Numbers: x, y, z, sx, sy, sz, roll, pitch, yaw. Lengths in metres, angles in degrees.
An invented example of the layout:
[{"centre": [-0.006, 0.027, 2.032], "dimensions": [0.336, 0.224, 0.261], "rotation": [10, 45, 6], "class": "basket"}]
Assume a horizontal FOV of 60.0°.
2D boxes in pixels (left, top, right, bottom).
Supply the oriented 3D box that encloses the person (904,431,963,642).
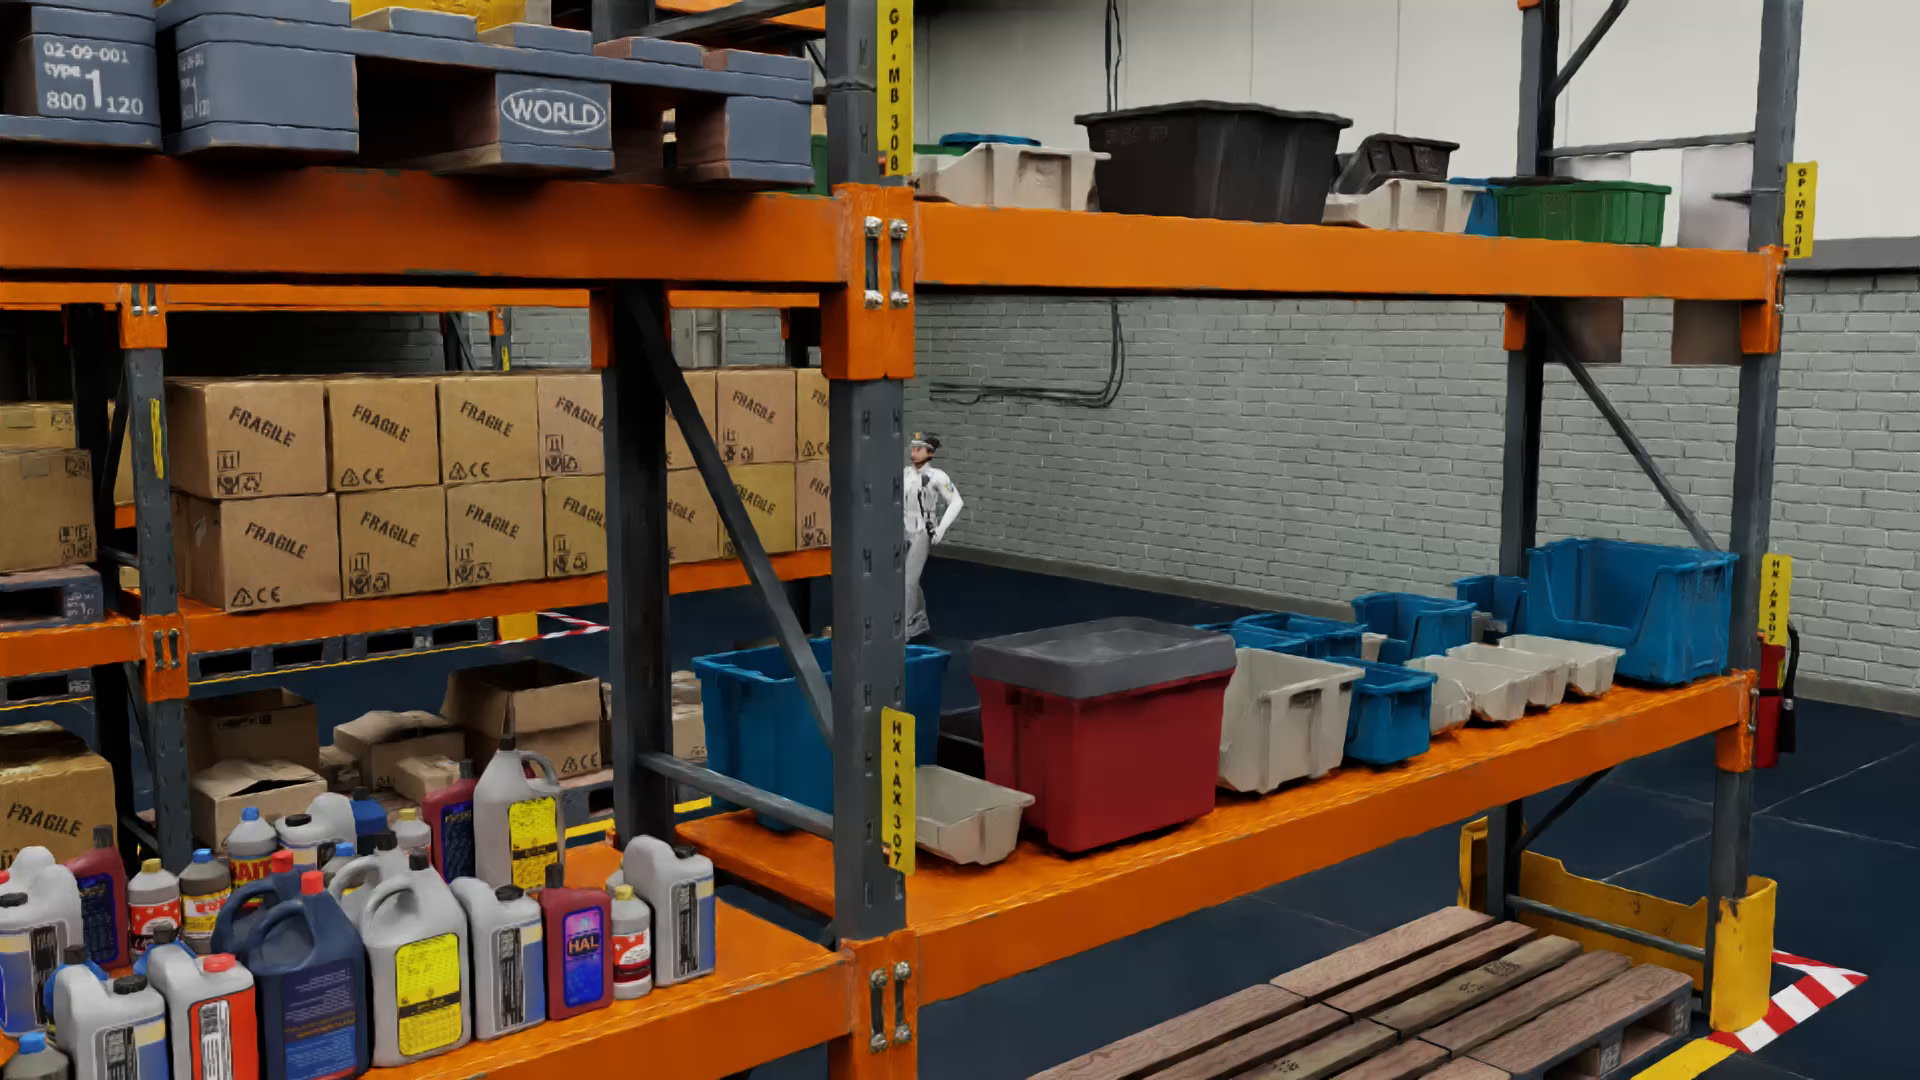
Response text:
[{"centre": [-0.408, -0.022, 13.294], "dimensions": [0.662, 1.691, 0.710], "rotation": [6, 9, 37], "class": "person"}]
